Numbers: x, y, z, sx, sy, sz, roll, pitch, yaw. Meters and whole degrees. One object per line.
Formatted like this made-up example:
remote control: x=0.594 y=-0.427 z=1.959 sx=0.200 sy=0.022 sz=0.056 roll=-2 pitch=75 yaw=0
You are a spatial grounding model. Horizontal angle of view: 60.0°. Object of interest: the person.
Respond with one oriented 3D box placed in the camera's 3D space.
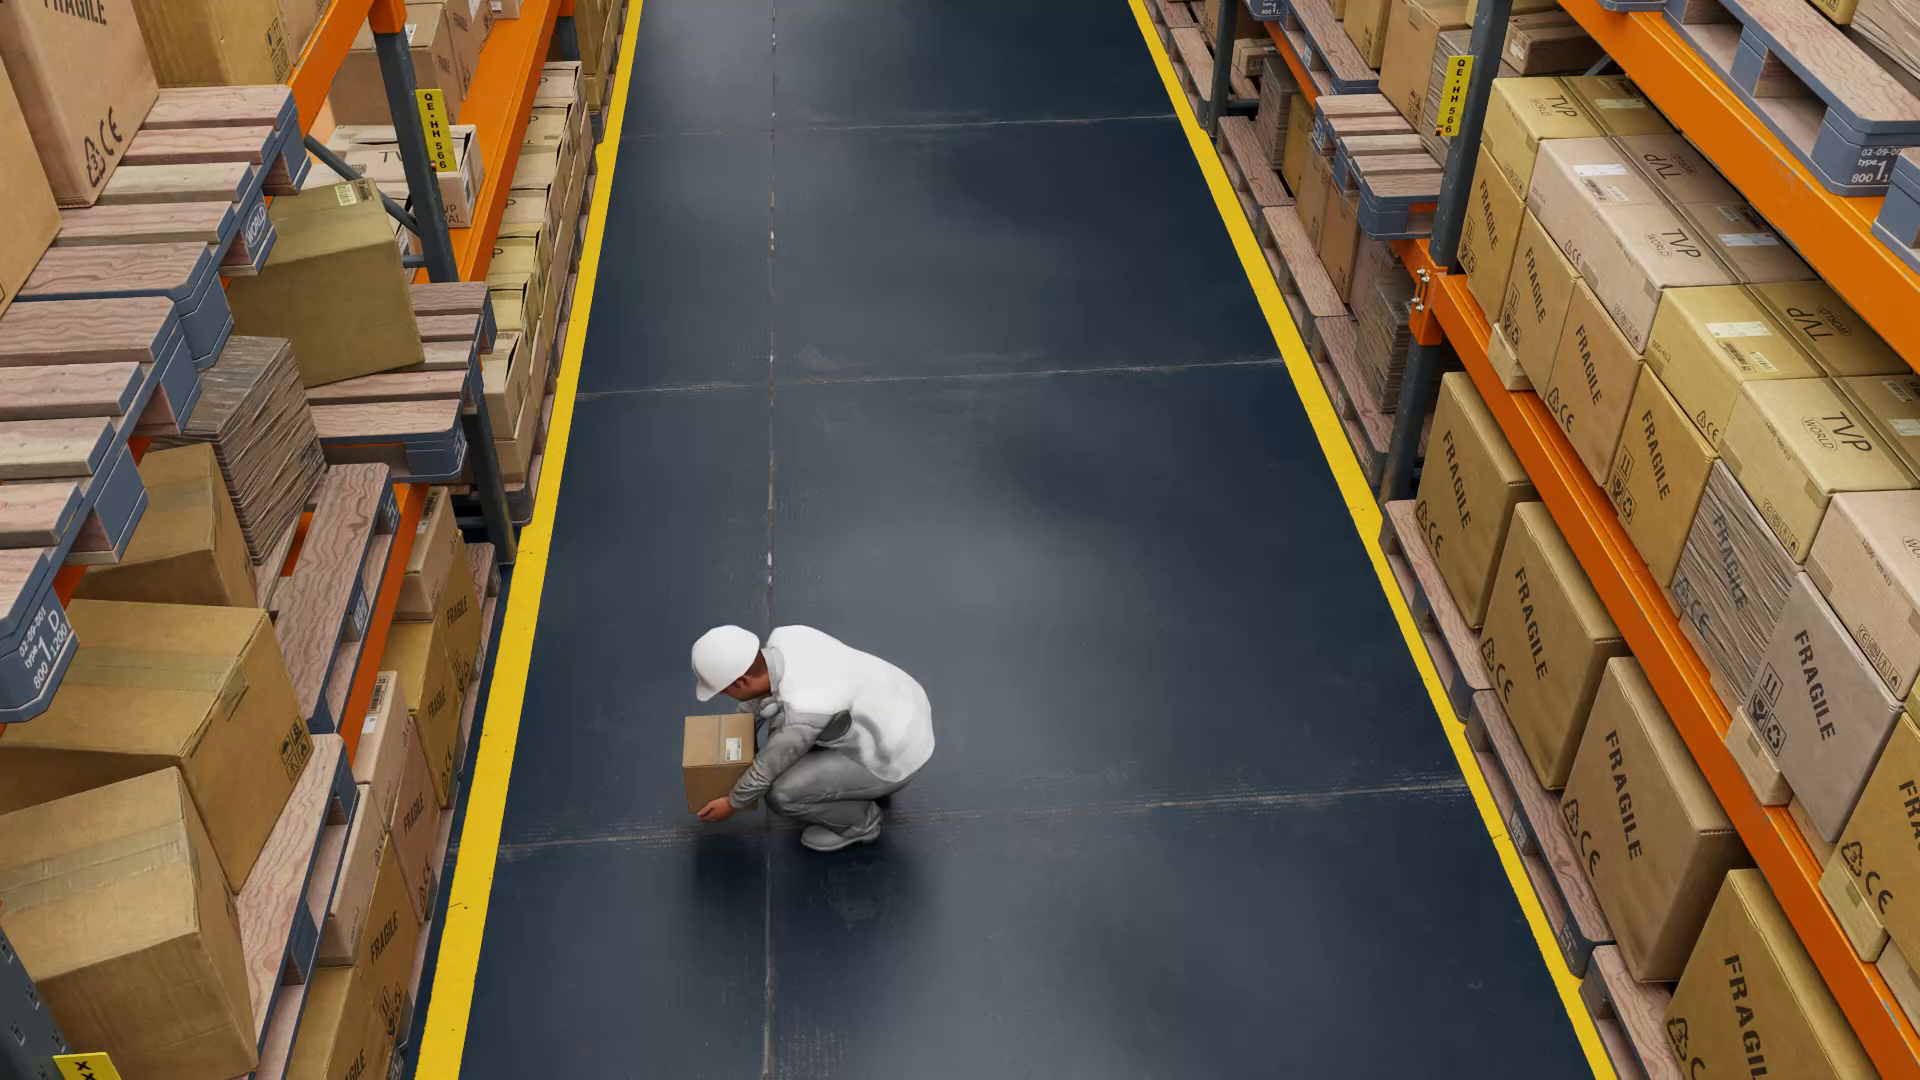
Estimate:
person: x=-0.526 y=0.657 z=5.938 sx=0.862 sy=1.007 sz=0.534 roll=-3 pitch=39 yaw=-4
